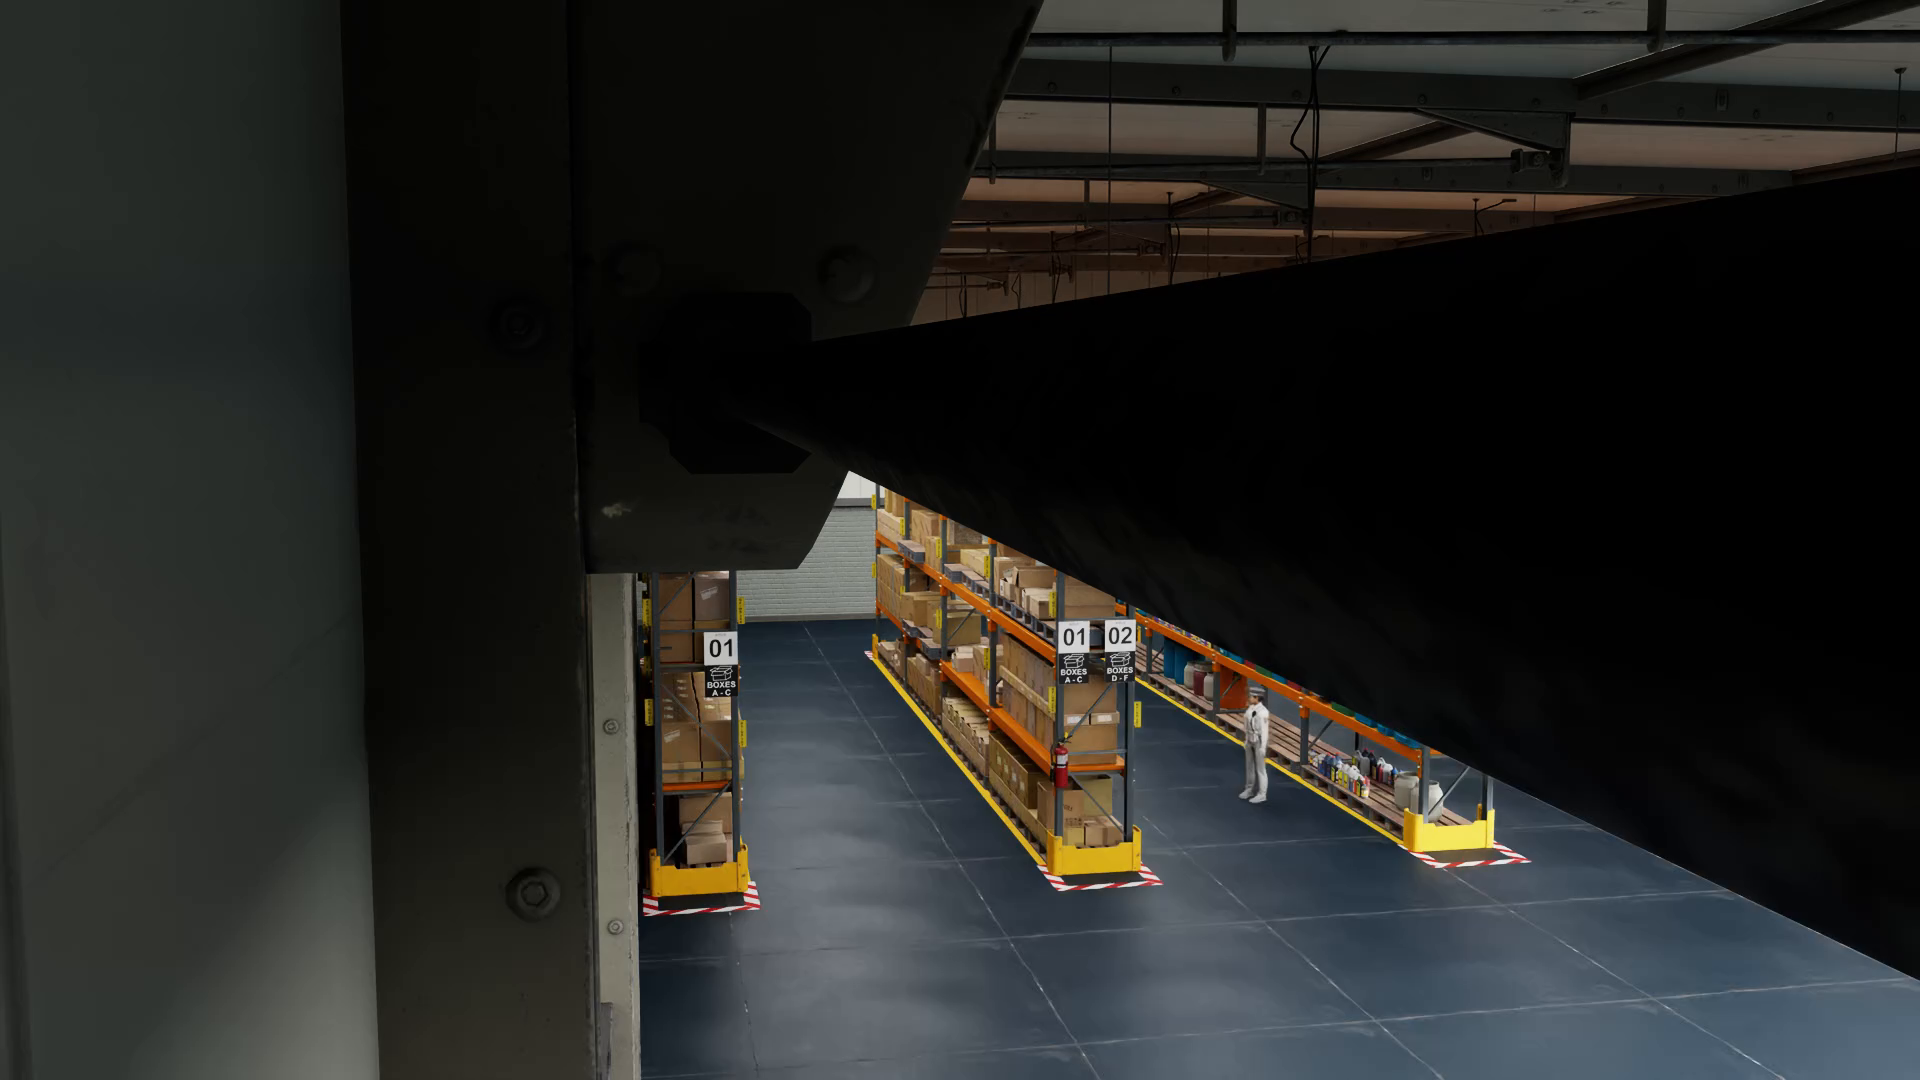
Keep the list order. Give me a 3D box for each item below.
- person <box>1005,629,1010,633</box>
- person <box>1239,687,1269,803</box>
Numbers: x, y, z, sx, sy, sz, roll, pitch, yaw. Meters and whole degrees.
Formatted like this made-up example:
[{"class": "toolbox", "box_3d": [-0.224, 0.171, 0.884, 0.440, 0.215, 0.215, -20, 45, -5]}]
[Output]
[{"class": "person", "box_3d": [1.157, 2.170, 31.999, 0.568, 1.709, 1.055, -2, 6, -16]}, {"class": "person", "box_3d": [4.327, 2.988, 24.415, 0.381, 1.680, 0.524, -2, 6, -21]}]
